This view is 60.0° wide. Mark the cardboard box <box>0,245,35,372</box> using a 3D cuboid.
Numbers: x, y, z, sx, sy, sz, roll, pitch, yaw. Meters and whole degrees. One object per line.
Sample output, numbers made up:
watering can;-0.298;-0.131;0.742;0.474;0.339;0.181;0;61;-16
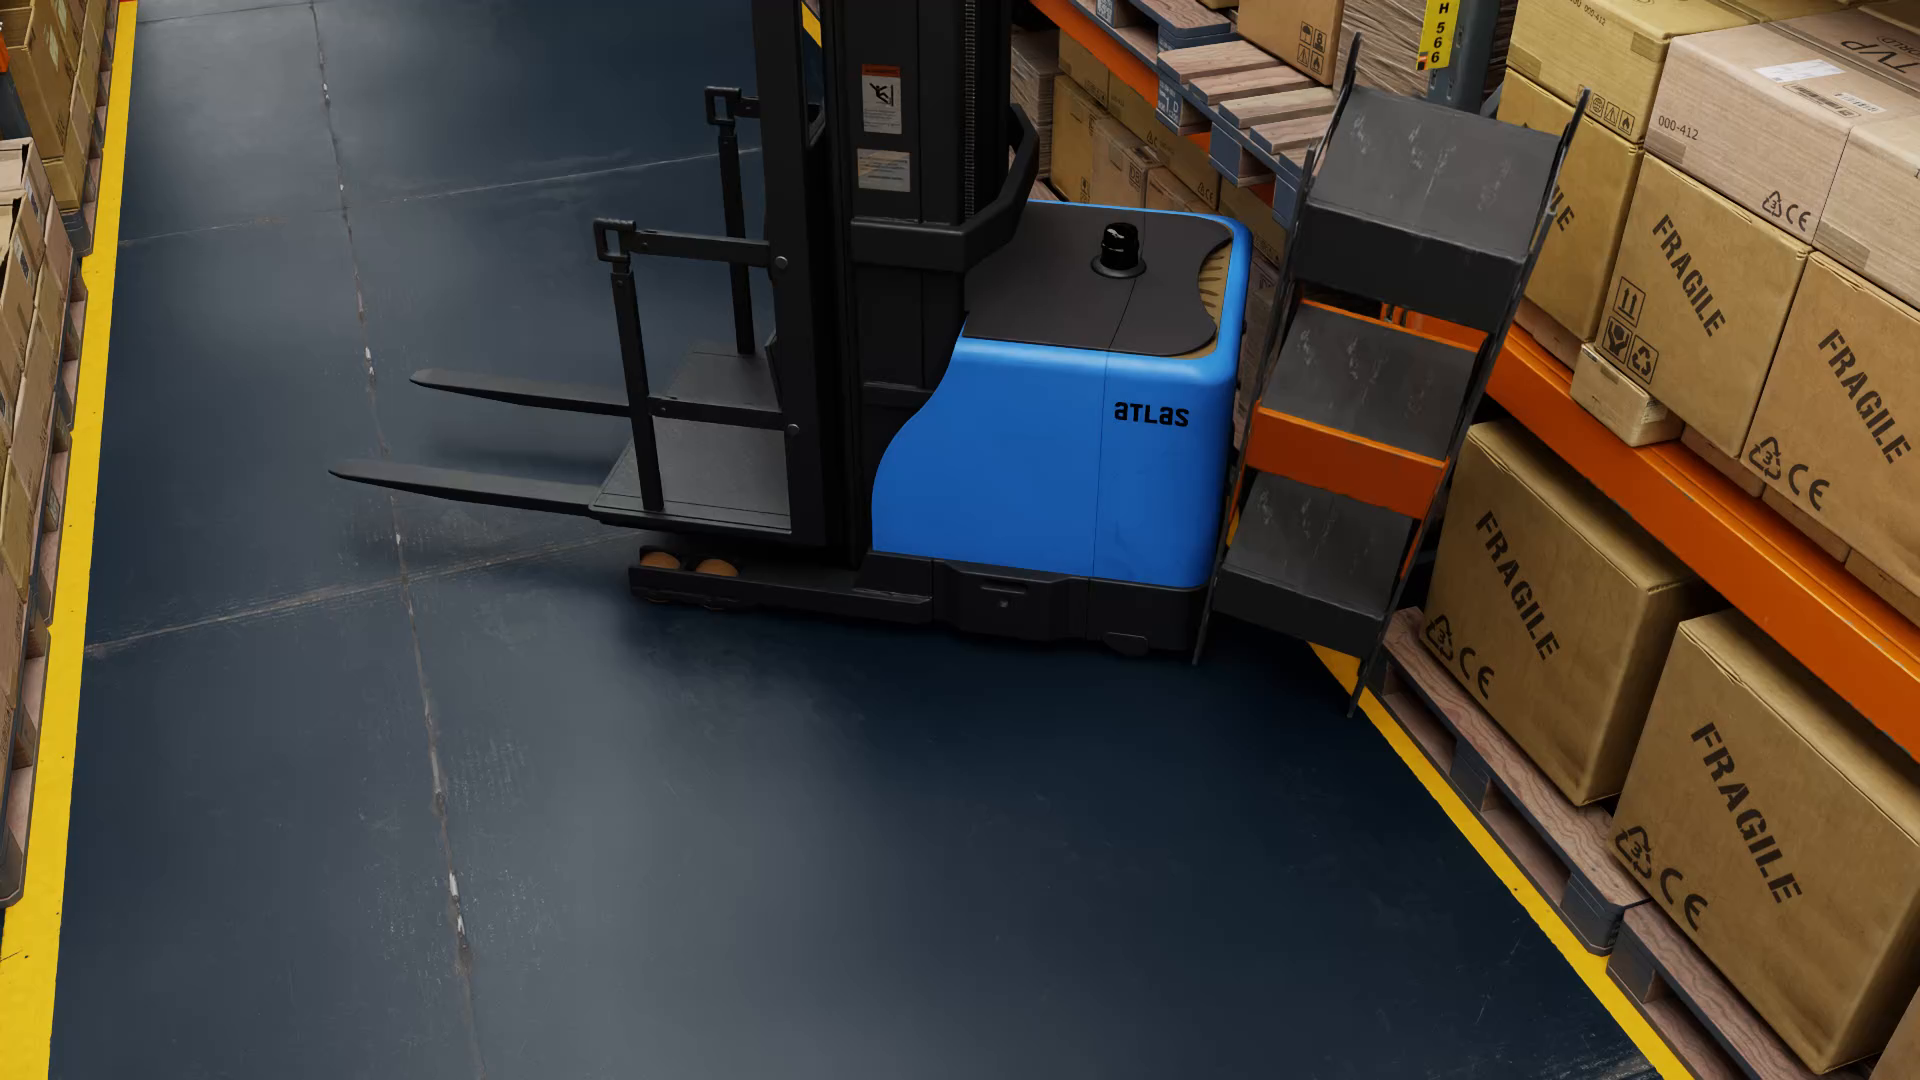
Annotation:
cardboard box;-3.557;-0.795;5.782;0.500;0.311;0.500;-13;39;-16

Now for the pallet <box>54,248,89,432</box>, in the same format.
pallet;-4.029;-0.724;6.535;1.003;0.211;1.213;-12;39;-16

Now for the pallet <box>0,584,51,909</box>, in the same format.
pallet;-3.190;0.655;4.705;1.003;0.211;1.213;-12;39;-16

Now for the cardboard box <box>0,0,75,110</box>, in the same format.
cardboard box;-4.365;-2.222;7.520;0.500;0.500;0.500;-12;39;-16

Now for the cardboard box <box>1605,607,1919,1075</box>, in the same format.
cardboard box;2.132;0.616;3.877;0.750;0.750;0.750;-13;39;-16

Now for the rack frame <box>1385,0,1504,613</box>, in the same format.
rack frame;1.707;-1.014;4.603;1.000;3.000;0.127;-12;39;-16

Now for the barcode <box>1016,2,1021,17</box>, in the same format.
barcode;0.320;-2.881;9.026;0.001;0.075;0.075;-12;39;-16

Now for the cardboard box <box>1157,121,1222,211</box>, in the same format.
cardboard box;1.091;-1.511;6.351;0.500;0.250;0.500;-13;39;-16

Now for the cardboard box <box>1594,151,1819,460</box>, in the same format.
cardboard box;1.805;-0.555;3.647;0.500;0.500;0.500;-11;38;-14

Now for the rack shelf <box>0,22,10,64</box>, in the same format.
rack shelf;-5.008;-3.088;7.954;1.077;0.370;4.000;-12;39;-16

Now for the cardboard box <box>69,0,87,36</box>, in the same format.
cardboard box;-4.703;-2.788;8.272;0.500;0.500;0.500;-12;39;-16

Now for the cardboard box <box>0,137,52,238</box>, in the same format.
cardboard box;-3.911;-1.370;6.545;0.500;0.311;0.500;-12;39;-16

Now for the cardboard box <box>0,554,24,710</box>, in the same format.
cardboard box;-3.021;0.304;4.789;0.500;0.250;0.500;-13;39;-17

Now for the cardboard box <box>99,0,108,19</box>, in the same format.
cardboard box;-5.051;-3.053;9.246;0.500;0.250;0.500;-12;39;-16

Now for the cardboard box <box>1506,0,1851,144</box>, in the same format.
cardboard box;1.631;-1.154;3.818;0.500;0.250;0.500;-12;38;-15

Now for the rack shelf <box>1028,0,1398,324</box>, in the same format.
rack shelf;1.019;-1.856;6.319;1.077;0.370;4.000;-12;39;-16

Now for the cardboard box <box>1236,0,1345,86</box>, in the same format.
cardboard box;1.318;-1.803;5.202;0.700;0.500;0.500;-16;40;-20

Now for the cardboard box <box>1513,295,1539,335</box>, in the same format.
cardboard box;1.603;-0.687;4.362;0.380;0.149;0.250;-13;39;-17

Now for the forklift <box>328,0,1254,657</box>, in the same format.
forklift;-0.616;-1.245;4.967;3.031;2.935;1.130;7;38;9

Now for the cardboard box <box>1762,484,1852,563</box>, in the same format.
cardboard box;1.993;-0.114;3.601;0.380;0.149;0.250;-12;39;-15

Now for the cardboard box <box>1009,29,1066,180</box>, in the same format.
cardboard box;0.599;-2.038;7.675;0.700;0.500;0.500;-11;38;-14

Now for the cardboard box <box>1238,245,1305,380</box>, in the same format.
cardboard box;1.342;-0.902;6.166;0.700;0.500;0.500;-13;39;-16

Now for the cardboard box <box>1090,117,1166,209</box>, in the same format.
cardboard box;0.962;-1.460;6.907;0.700;0.500;0.500;-12;39;-15

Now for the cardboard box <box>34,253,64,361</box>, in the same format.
cardboard box;-3.732;-0.855;6.328;0.500;0.250;0.500;-13;39;-17

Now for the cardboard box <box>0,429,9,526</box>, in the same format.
cardboard box;-3.210;-0.220;5.019;0.500;0.311;0.500;-13;39;-17

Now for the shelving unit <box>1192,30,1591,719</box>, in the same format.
shelving unit;1.018;-0.281;4.299;0.503;2.100;0.431;18;58;12

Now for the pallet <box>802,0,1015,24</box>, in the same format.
pallet;-0.358;-3.222;9.852;1.003;0.211;1.213;-12;39;-16

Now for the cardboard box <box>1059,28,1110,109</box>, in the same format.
cardboard box;0.754;-2.090;7.120;0.500;0.250;0.500;-13;39;-17

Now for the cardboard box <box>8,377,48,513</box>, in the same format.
cardboard box;-3.382;-0.278;5.562;0.500;0.250;0.500;-12;39;-15

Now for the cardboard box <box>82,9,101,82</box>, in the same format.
cardboard box;-4.707;-2.488;8.496;0.500;0.250;0.500;-12;39;-16

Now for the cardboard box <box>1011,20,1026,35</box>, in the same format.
cardboard box;0.118;-2.613;8.716;0.380;0.166;0.250;-18;40;-22

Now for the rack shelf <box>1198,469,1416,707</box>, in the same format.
rack shelf;1.020;0.119;4.890;0.480;0.518;0.431;18;58;12

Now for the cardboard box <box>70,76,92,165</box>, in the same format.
cardboard box;-4.362;-1.923;7.747;0.500;0.250;0.500;-12;39;-16

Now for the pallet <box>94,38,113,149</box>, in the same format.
pallet;-4.977;-2.280;8.601;1.003;0.211;1.213;-12;39;-16

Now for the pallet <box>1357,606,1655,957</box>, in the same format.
pallet;1.907;0.561;4.830;1.003;0.211;1.213;-12;39;-16

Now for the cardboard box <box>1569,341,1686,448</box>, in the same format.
cardboard box;1.693;-0.376;3.948;0.380;0.149;0.250;-11;38;-15

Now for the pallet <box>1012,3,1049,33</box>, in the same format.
pallet;0.066;-2.532;8.935;1.003;0.211;1.213;-12;39;-16

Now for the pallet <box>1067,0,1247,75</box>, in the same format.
pallet;0.987;-2.047;6.134;1.003;0.211;1.213;-12;39;-16

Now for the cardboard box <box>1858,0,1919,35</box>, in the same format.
cardboard box;2.281;-0.984;3.593;0.500;0.250;0.500;-14;39;-17

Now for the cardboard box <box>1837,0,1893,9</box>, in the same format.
cardboard box;2.106;-1.277;3.983;0.500;0.250;0.500;-11;38;-15

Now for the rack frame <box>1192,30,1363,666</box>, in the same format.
rack frame;0.791;-0.357;4.351;0.015;2.100;0.400;18;58;12
